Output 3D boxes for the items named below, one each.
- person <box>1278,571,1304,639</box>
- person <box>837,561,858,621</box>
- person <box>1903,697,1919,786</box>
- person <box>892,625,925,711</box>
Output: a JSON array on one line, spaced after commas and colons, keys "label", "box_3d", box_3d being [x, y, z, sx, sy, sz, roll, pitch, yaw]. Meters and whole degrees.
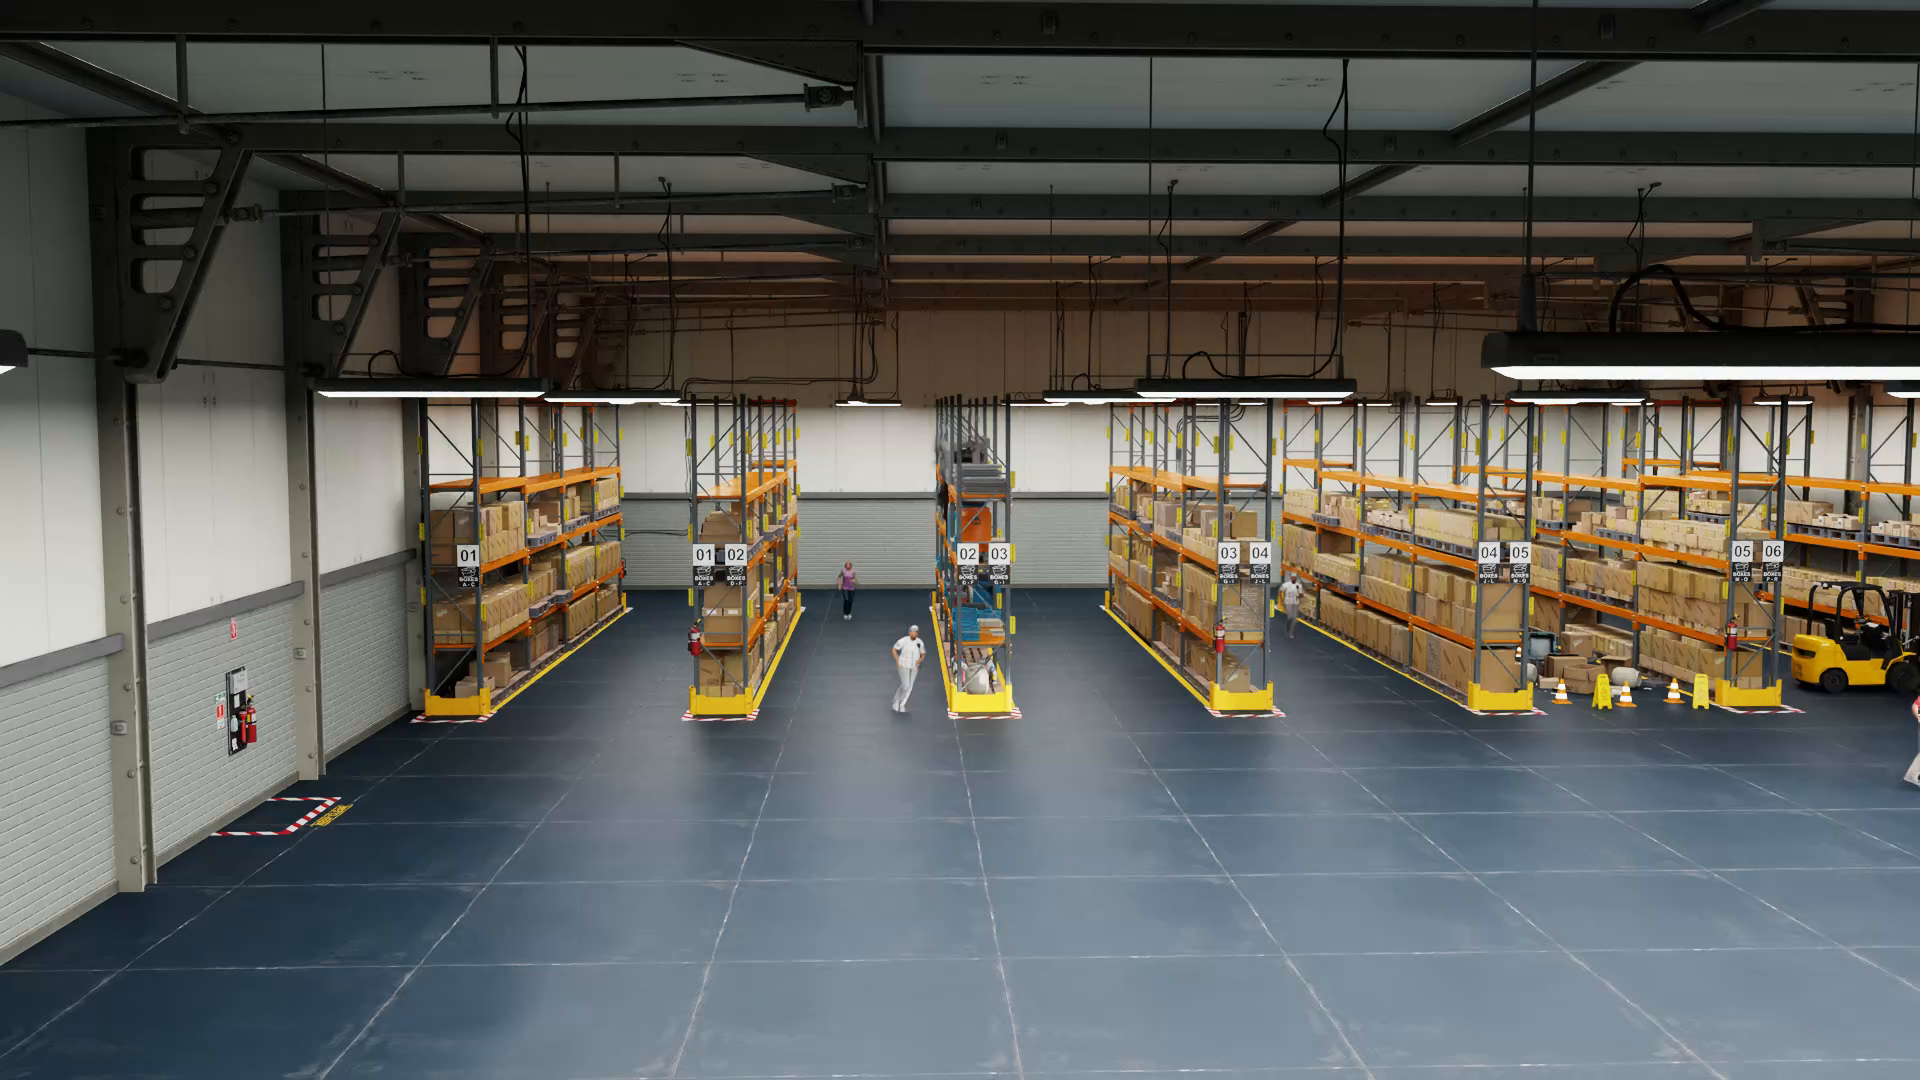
[{"label": "person", "box_3d": [8.290, 1.619, 41.489, 0.565, 1.685, 0.643, 0, 5, -5]}, {"label": "person", "box_3d": [-3.041, 1.376, 45.105, 0.507, 1.626, 0.690, -1, 5, -14]}, {"label": "person", "box_3d": [14.583, 2.918, 24.867, 0.754, 1.798, 0.631, 3, 5, 33]}, {"label": "person", "box_3d": [-0.961, 2.432, 31.527, 0.642, 1.625, 0.549, -2, 5, -23]}]
